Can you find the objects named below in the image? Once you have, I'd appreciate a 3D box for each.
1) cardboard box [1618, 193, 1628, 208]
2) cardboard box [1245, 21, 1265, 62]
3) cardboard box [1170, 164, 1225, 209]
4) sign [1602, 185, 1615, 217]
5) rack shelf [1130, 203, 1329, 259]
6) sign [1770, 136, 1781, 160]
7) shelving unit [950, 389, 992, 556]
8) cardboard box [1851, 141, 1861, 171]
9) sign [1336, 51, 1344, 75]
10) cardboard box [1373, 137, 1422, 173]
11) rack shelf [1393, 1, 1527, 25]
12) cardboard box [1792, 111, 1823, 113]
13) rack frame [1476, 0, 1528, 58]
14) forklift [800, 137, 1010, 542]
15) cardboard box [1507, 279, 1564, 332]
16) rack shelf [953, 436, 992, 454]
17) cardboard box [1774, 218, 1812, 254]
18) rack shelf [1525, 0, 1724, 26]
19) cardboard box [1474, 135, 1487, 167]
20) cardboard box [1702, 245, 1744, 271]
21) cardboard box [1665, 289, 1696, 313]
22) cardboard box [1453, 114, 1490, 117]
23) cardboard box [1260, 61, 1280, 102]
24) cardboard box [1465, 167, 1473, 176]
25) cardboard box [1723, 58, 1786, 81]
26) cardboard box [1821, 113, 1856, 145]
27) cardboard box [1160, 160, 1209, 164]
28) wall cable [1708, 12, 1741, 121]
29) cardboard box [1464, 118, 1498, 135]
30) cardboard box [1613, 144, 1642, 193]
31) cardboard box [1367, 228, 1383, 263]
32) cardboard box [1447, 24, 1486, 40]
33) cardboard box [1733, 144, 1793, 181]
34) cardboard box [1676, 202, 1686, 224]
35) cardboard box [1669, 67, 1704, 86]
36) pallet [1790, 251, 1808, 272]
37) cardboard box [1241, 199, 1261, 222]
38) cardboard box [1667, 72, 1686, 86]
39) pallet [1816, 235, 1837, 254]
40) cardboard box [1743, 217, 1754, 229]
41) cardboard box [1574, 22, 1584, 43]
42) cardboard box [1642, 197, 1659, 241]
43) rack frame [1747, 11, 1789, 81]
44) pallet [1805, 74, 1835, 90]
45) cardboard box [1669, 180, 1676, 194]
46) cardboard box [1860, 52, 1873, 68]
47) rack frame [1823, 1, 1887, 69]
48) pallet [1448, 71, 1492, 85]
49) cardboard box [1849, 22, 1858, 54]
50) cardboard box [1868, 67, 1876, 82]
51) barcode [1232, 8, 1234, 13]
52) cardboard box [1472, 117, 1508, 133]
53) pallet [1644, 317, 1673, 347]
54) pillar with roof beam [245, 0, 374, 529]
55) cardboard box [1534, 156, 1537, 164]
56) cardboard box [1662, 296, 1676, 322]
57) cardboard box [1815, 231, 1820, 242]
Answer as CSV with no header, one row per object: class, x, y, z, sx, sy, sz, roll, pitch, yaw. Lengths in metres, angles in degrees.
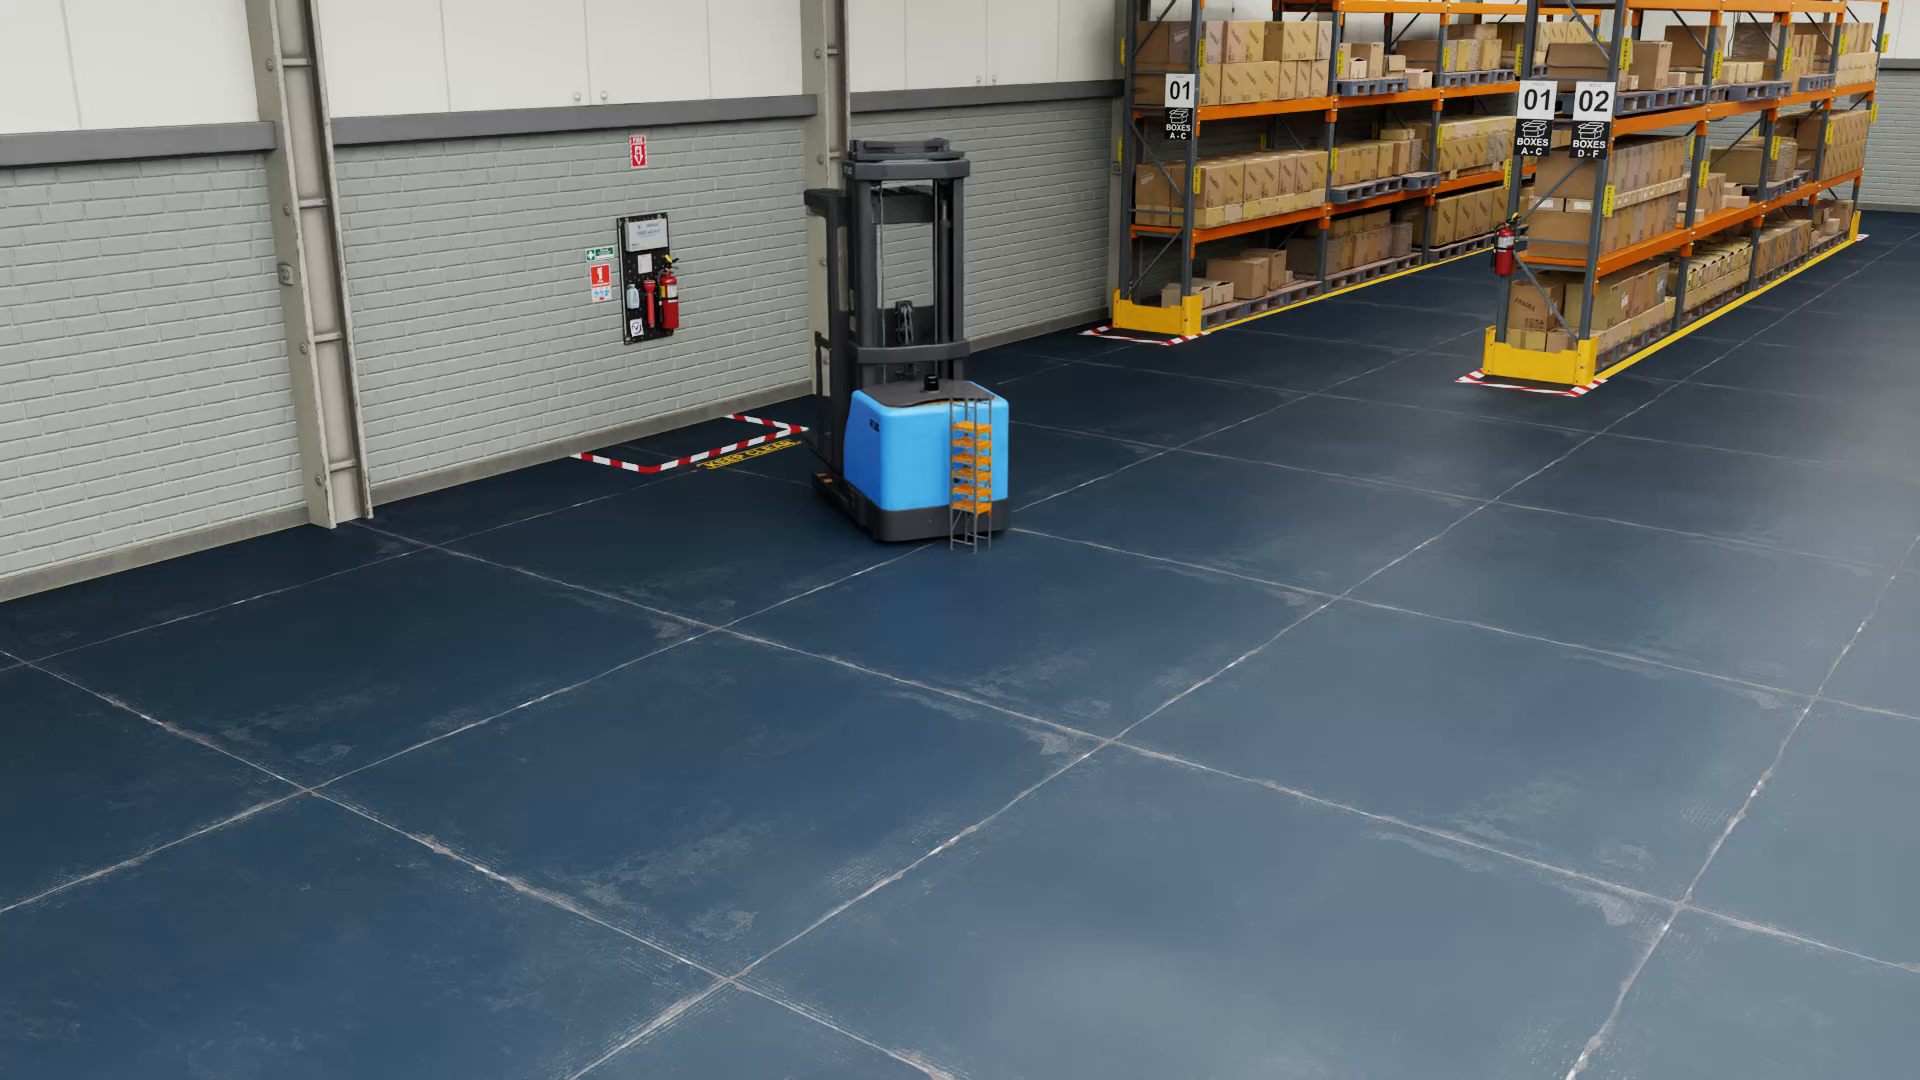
cardboard box,7.333,-3.855,18.836,0.380,0.149,0.250,12,21,34
cardboard box,3.549,-6.385,21.299,0.500,0.500,0.500,13,22,36
cardboard box,3.015,-4.490,21.101,0.500,0.500,0.500,12,21,35
sign,6.912,-3.611,17.721,0.100,0.325,0.005,12,21,35
rack shelf,3.681,-4.267,22.638,1.077,0.370,4.000,12,21,35
sign,11.684,-5.620,23.832,0.100,0.325,0.005,12,21,35
shelving unit,0.079,-0.500,12.330,0.258,1.200,0.189,12,21,35
cardboard box,15.648,-6.839,29.540,0.500,0.500,0.500,13,21,35
sign,5.313,-6.672,23.241,0.100,0.325,0.005,12,21,35
cardboard box,6.984,-6.183,26.687,0.700,0.500,0.500,10,20,28
rack shelf,8.447,-8.846,27.944,1.077,0.370,4.000,12,21,35
cardboard box,14.919,-7.292,29.314,0.500,0.500,0.500,13,21,35
rack frame,9.639,-9.857,29.312,1.000,3.000,0.127,12,21,35
forklift,-0.608,-1.785,13.548,1.130,2.935,3.031,-6,18,-20
cardboard box,6.550,-2.685,18.997,0.500,0.500,0.500,12,21,35
rack shelf,0.079,-0.687,12.272,0.258,0.103,0.180,12,21,35
cardboard box,13.556,-4.966,27.149,0.500,0.500,0.500,12,21,34
rack shelf,7.661,-6.066,18.992,1.077,0.370,4.000,12,21,35
cardboard box,8.671,-6.676,28.479,0.500,0.500,0.500,13,22,36
cardboard box,10.817,-4.027,23.636,0.500,0.311,0.500,12,21,34
cardboard box,9.292,-3.152,21.763,0.500,0.250,0.500,12,21,33
cardboard box,9.156,-7.486,29.824,0.500,0.250,0.500,13,22,36
cardboard box,3.846,-6.036,21.864,0.500,0.500,0.500,14,22,38
cardboard box,8.543,-6.334,28.471,0.380,0.149,0.250,13,21,35
cardboard box,11.469,-6.755,24.212,0.910,0.500,0.500,12,21,35
cardboard box,15.047,-7.074,28.610,0.500,0.500,0.500,13,22,36
cardboard box,2.907,-4.698,21.769,0.500,0.500,0.500,13,21,35
wall cable,15.679,-10.611,36.975,3.097,2.526,0.112,12,21,35
cardboard box,8.950,-7.151,28.747,0.500,0.250,0.500,13,21,36
cardboard box,7.398,-4.295,19.159,0.700,0.500,0.500,13,21,35
cardboard box,6.195,-4.649,26.131,0.700,0.500,0.500,12,21,34
cardboard box,8.692,-8.720,28.533,0.500,0.250,0.500,12,21,33
cardboard box,12.219,-5.767,25.380,0.500,0.500,0.700,-15,23,-40
cardboard box,9.111,-4.265,21.674,0.500,0.250,0.500,14,22,38
cardboard box,9.228,-5.919,21.232,0.500,0.250,0.500,15,23,40
pallet,13.165,-4.585,27.154,1.003,0.211,1.213,12,21,35
cardboard box,3.641,-4.378,22.004,0.500,0.250,0.500,12,21,34
cardboard box,8.354,-5.456,19.678,0.380,0.149,0.250,12,21,35
pallet,14.756,-5.241,29.265,1.003,0.211,1.213,12,21,35
cardboard box,12.241,-5.062,26.195,0.500,0.250,0.500,12,21,34
cardboard box,11.498,-9.572,31.564,0.500,0.500,0.500,13,22,36
cardboard box,7.982,-3.907,20.100,0.700,0.500,0.500,13,21,35
rack frame,11.236,-8.030,23.428,1.000,3.000,0.127,12,21,35
pallet,13.175,-7.317,26.508,1.213,0.211,1.003,12,21,35
cardboard box,8.560,-4.346,20.417,0.380,0.149,0.250,12,21,33
cardboard box,15.604,-8.383,29.034,0.500,0.250,0.500,12,21,35
rack frame,16.003,-9.935,29.564,1.000,3.000,0.127,12,21,35
pallet,8.261,-7.811,28.100,1.003,0.211,1.213,14,22,37
cardboard box,14.583,-8.412,27.862,0.700,0.500,0.500,12,21,35
cardboard box,15.908,-8.262,29.487,0.500,0.250,0.500,12,21,35
barcode,3.699,-7.171,22.518,0.001,0.075,0.075,12,21,35
cardboard box,9.254,-7.273,29.138,0.500,0.250,0.500,13,21,36
pallet,8.345,-2.698,21.077,1.003,0.211,1.213,12,21,35
pillar with roof beam,-1.481,-3.700,9.484,9.100,9.000,0.400,12,21,35
cardboard box,10.415,-7.434,31.120,0.980,0.700,0.700,12,21,33
cardboard box,8.752,-2.950,21.115,0.500,0.250,0.500,12,21,35
cardboard box,14.551,-5.244,28.608,0.380,0.166,0.250,12,21,35
